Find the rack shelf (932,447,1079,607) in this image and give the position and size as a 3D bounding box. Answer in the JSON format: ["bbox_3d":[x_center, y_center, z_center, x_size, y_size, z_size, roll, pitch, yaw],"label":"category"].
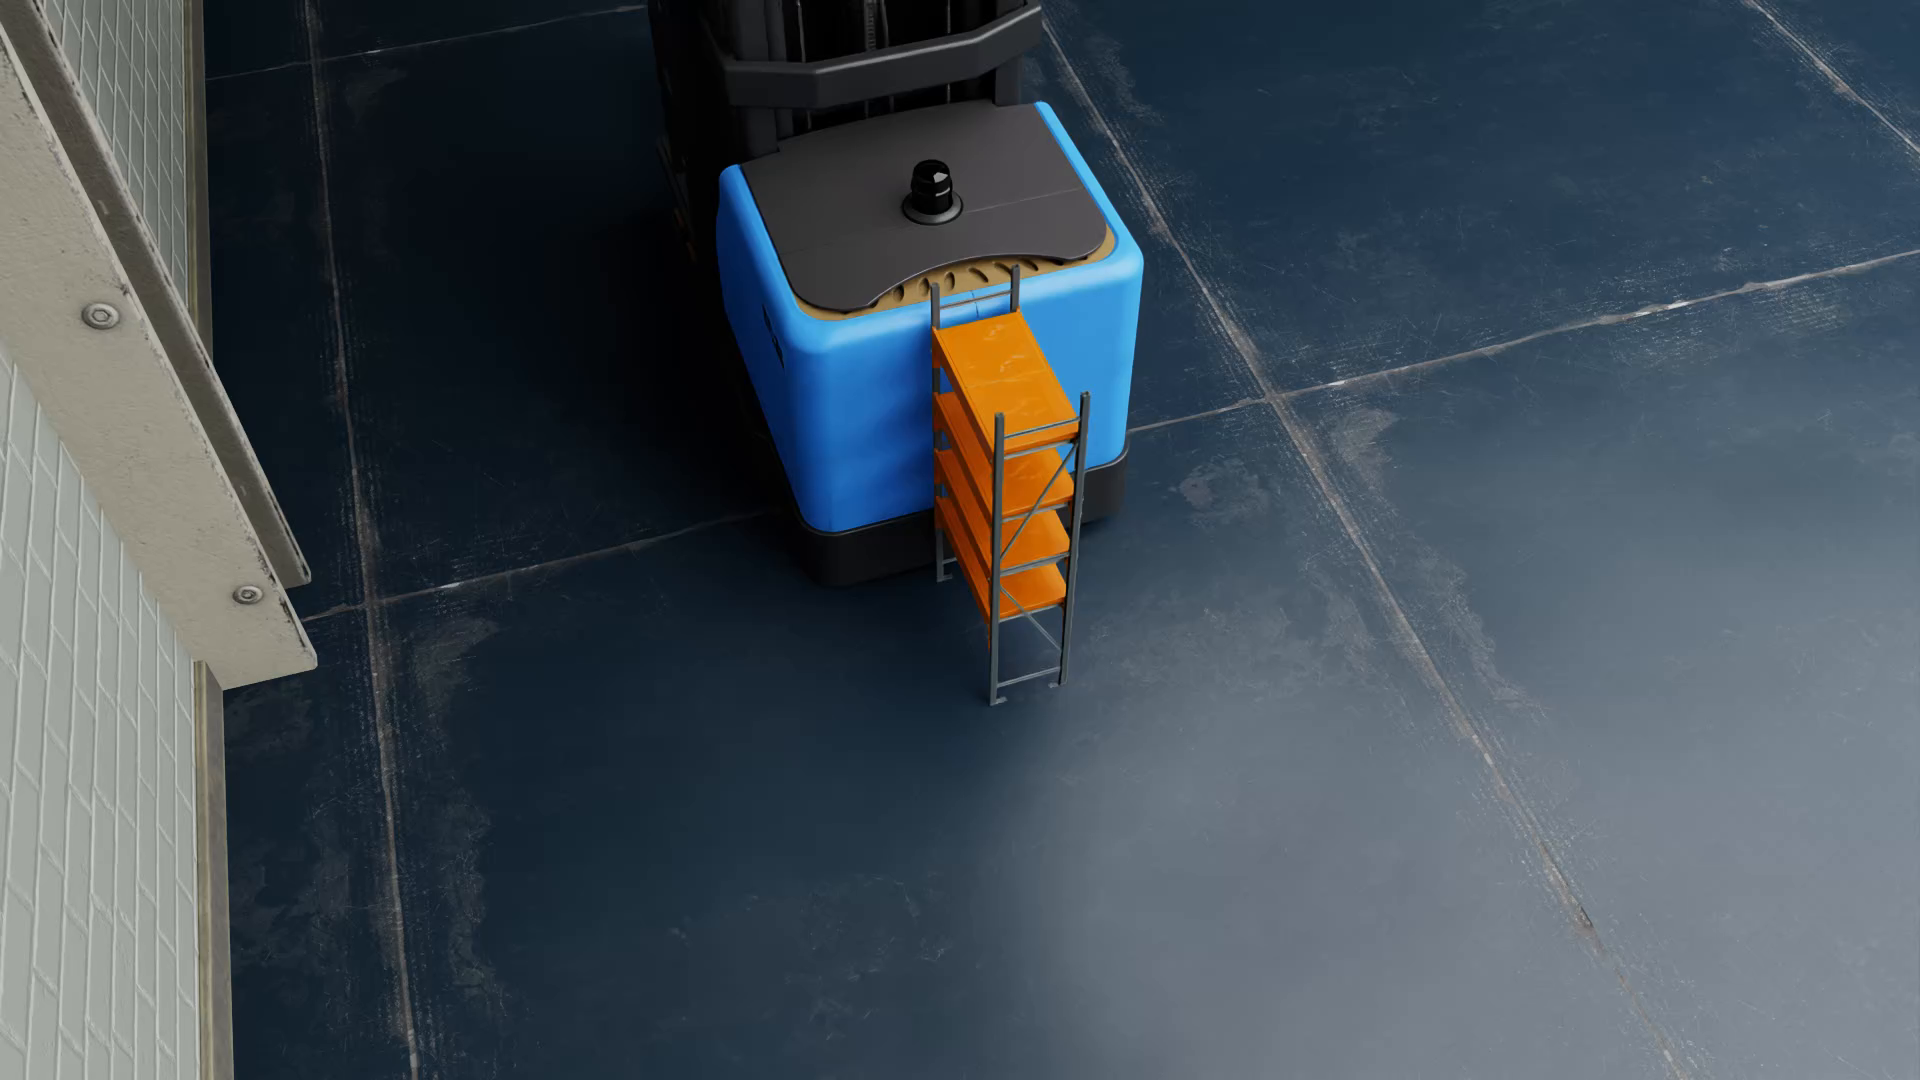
[{"bbox_3d":[0.119,-0.070,4.612,0.258,0.148,0.480,-15,51,-12],"label":"rack shelf"}]

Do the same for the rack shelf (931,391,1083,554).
[{"bbox_3d":[0.119,-0.214,4.441,0.258,0.148,0.480,-15,51,-12],"label":"rack shelf"}]

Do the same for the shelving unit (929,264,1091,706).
[{"bbox_3d":[0.119,-0.113,4.561,0.258,1.200,0.503,-15,51,-12],"label":"shelving unit"}]

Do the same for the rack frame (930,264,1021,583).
[{"bbox_3d":[0.040,-0.290,4.710,0.240,1.200,0.015,-15,51,-12],"label":"rack frame"}]

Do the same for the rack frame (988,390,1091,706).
[{"bbox_3d":[0.198,0.063,4.412,0.240,1.200,0.015,-15,51,-12],"label":"rack frame"}]

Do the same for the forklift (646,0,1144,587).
[{"bbox_3d":[-0.439,-1.959,4.984,1.130,2.935,3.031,-15,51,-12],"label":"forklift"}]

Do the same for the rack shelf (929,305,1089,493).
[{"bbox_3d":[0.119,-0.367,4.260,0.258,0.148,0.480,-15,51,-12],"label":"rack shelf"}]

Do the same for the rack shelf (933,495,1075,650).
[{"bbox_3d":[0.119,0.058,4.764,0.258,0.148,0.480,-15,51,-12],"label":"rack shelf"}]

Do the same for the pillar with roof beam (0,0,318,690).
[{"bbox_3d":[2.001,-3.605,2.403,9.100,9.000,0.400,-13,51,-11],"label":"pillar with roof beam"}]
